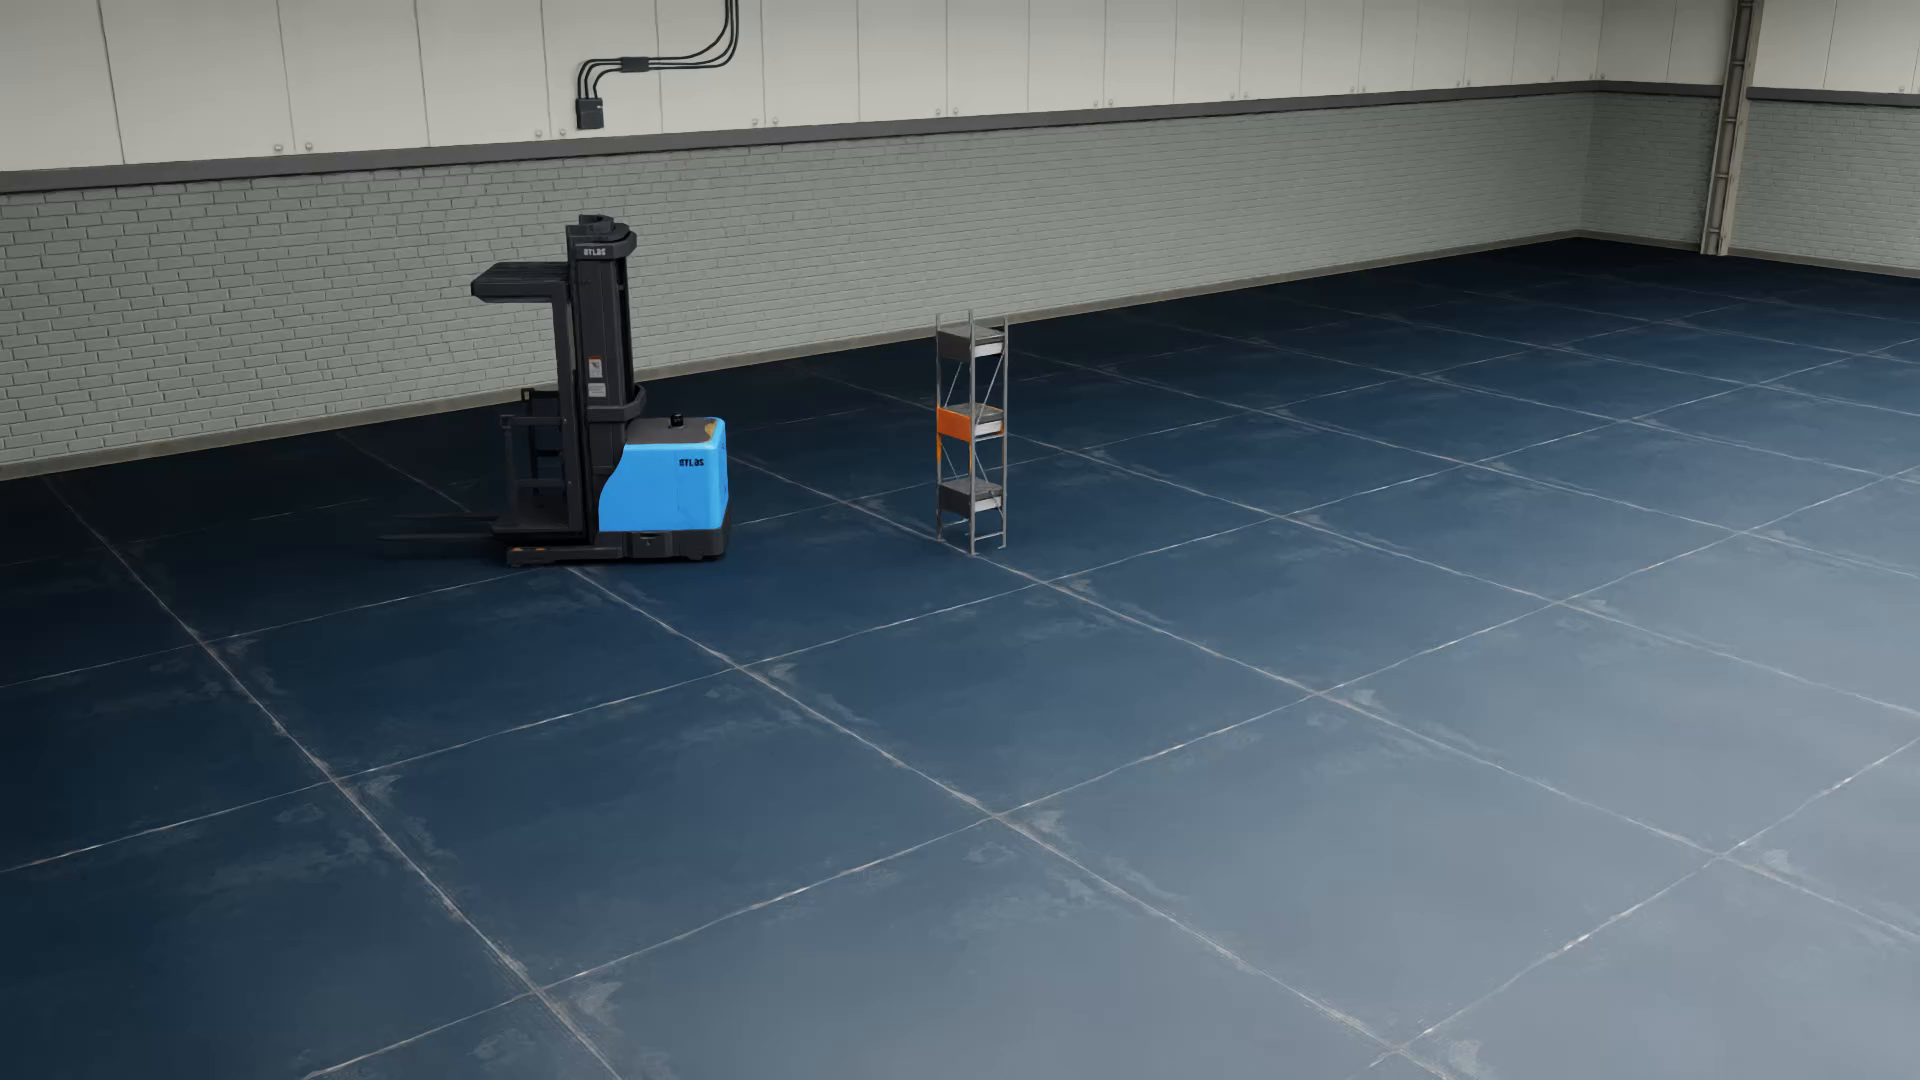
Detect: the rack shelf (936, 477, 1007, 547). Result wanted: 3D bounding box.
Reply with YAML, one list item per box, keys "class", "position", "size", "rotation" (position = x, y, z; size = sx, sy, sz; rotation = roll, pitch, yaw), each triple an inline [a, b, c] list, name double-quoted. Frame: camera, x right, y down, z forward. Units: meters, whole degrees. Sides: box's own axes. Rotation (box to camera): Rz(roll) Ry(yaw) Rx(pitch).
- class: "rack shelf"
  position: [0.103, -0.279, 15.021]
  size: [0.431, 0.518, 0.480]
  rotation: [-14, 23, -36]

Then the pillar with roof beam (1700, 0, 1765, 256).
- class: "pillar with roof beam"
  position: [10.992, -8.875, 27.738]
  size: [9.100, 9.000, 0.400]
  rotation: [-14, 23, -36]

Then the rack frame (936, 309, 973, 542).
- class: "rack frame"
  position: [-0.049, -1.016, 14.978]
  size: [0.400, 2.100, 0.015]
  rotation: [-14, 23, -36]

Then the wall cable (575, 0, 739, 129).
- class: "wall cable"
  position: [-3.666, -8.015, 19.730]
  size: [2.305, 6.003, 0.169]
  rotation: [-14, 23, -36]

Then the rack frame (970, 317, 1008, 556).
- class: "rack frame"
  position: [0.254, -0.896, 14.615]
  size: [0.400, 2.100, 0.015]
  rotation: [-14, 23, -36]

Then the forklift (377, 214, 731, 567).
- class: "forklift"
  position: [-3.624, -1.325, 14.588]
  size: [3.031, 2.935, 1.130]
  rotation: [-1, 18, -3]

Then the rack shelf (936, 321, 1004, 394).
- class: "rack shelf"
  position: [0.103, -1.608, 14.581]
  size: [0.431, 0.518, 0.480]
  rotation: [-14, 23, -36]

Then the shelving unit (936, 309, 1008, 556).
- class: "shelving unit"
  position: [0.103, -0.956, 14.797]
  size: [0.431, 2.100, 0.503]
  rotation: [-14, 23, -36]

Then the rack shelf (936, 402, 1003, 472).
- class: "rack shelf"
  position: [0.103, -0.943, 14.801]
  size: [0.431, 0.518, 0.480]
  rotation: [-14, 23, -36]
